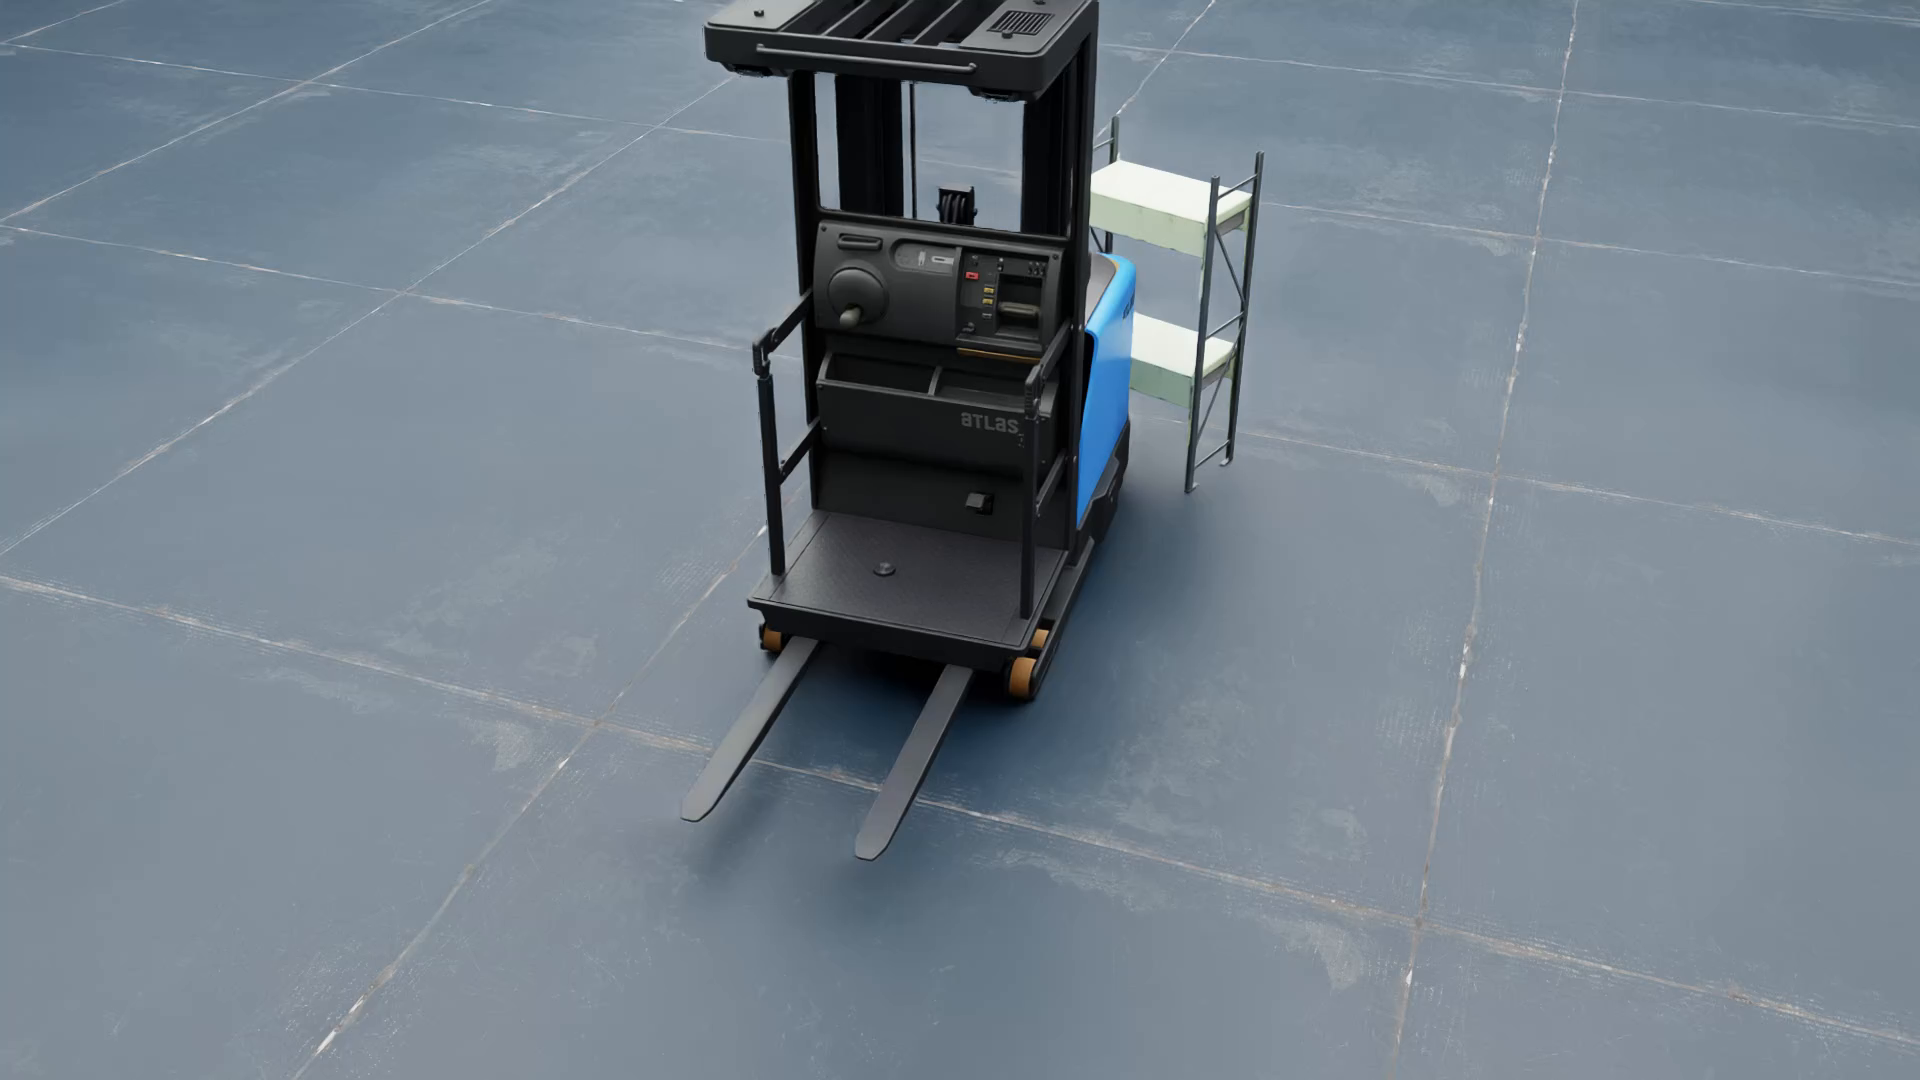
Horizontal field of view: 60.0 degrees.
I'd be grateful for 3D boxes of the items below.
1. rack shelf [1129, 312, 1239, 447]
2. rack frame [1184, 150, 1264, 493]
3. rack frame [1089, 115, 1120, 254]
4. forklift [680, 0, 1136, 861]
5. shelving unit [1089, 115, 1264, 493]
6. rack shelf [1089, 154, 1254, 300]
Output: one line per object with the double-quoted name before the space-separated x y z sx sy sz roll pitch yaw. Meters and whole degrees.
"rack shelf" 0.868 -0.781 7.679 0.720 0.370 0.431 23 39 31
"rack frame" 1.156 -0.933 7.312 0.023 1.500 0.400 23 39 31
"rack frame" 0.581 -1.178 7.692 0.023 1.500 0.400 23 39 31
"forklift" -0.149 -0.867 5.891 1.130 2.935 3.031 10 34 14
"shelving unit" 0.868 -1.055 7.502 0.755 1.500 0.431 23 39 31
"rack shelf" 0.868 -1.383 7.290 0.720 0.370 0.431 23 39 31
